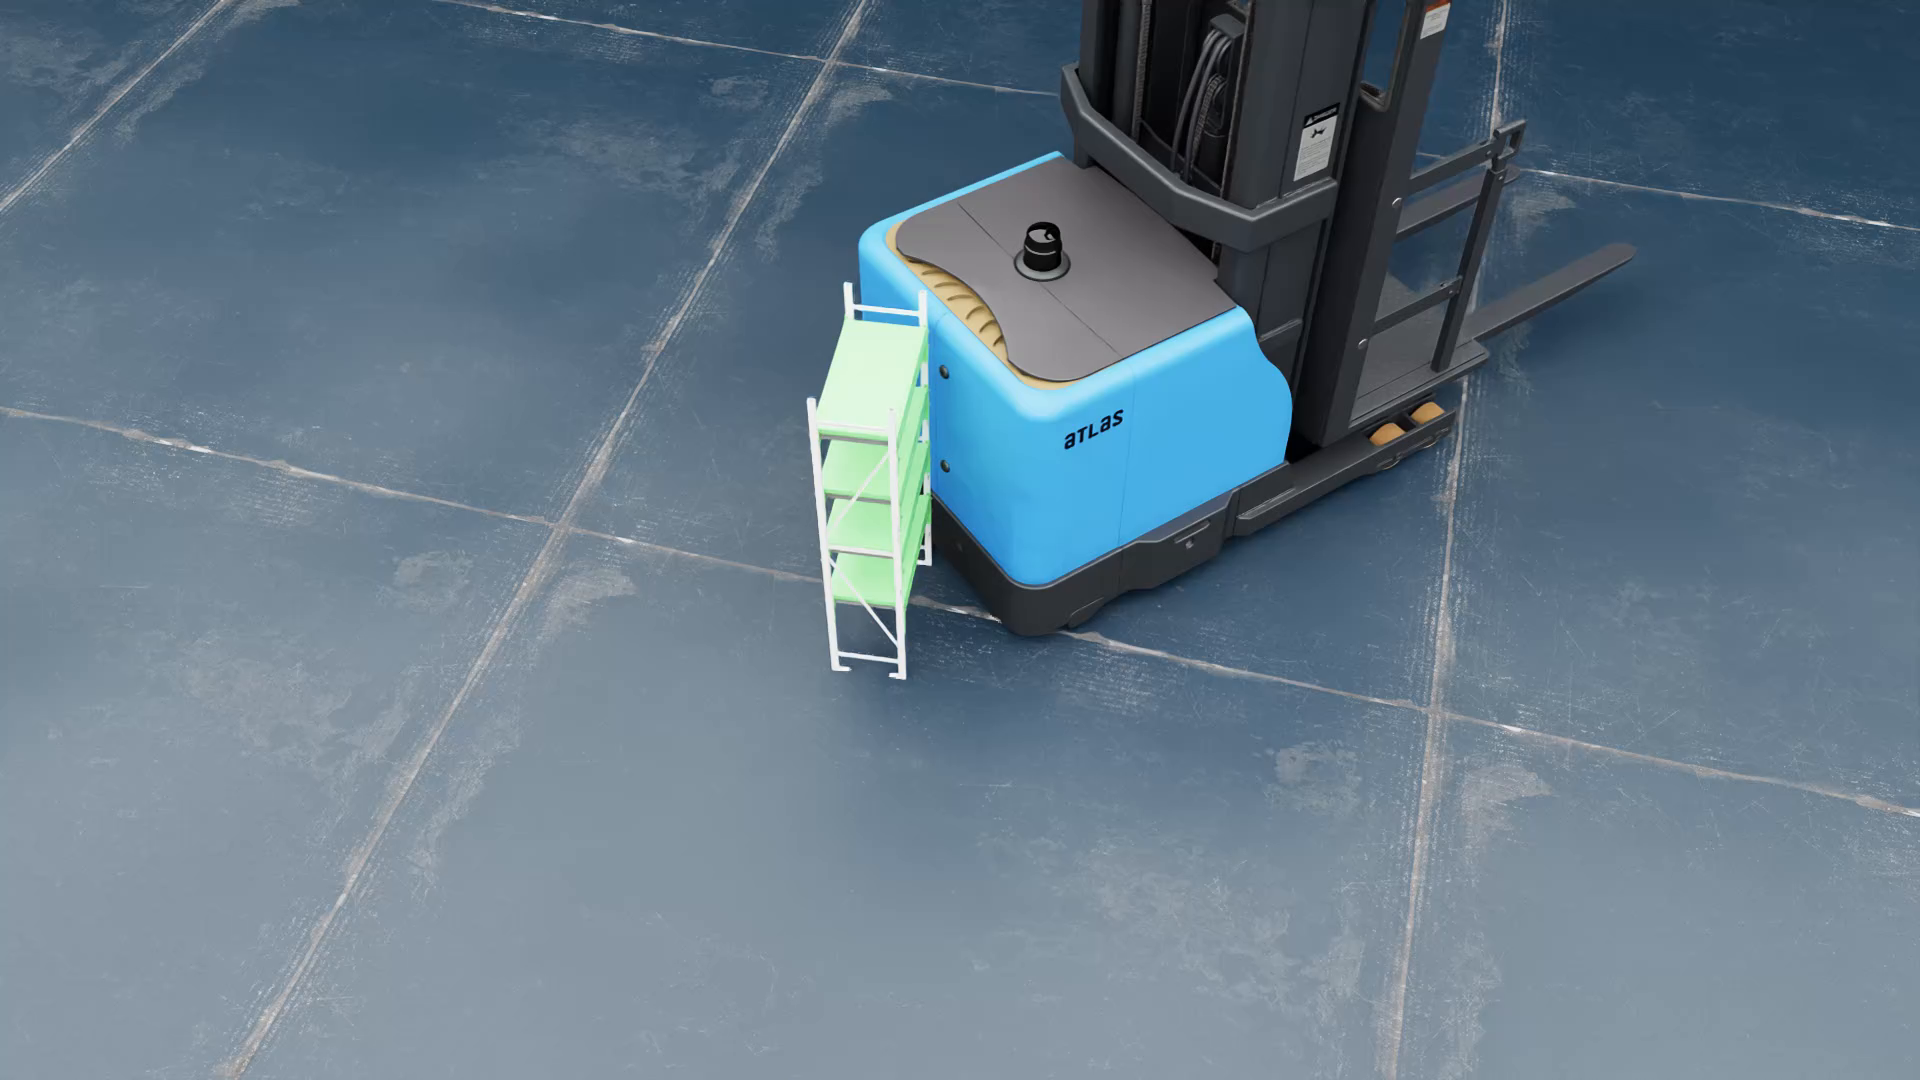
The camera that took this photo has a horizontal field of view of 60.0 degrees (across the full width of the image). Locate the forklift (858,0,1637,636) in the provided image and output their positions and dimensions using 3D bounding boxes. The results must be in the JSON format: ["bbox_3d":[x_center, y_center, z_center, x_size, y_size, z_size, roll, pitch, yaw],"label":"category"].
[{"bbox_3d":[1.180,-1.531,5.146,3.031,2.935,1.130,-26,54,-21],"label":"forklift"}]

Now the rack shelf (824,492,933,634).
[{"bbox_3d":[-0.254,0.054,5.308,0.258,0.148,0.480,7,49,6],"label":"rack shelf"}]

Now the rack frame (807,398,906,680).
[{"bbox_3d":[-0.293,0.033,4.920,0.240,1.200,0.015,7,49,6],"label":"rack frame"}]

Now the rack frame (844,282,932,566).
[{"bbox_3d":[-0.215,-0.328,5.239,0.240,1.200,0.015,7,49,6],"label":"rack frame"}]

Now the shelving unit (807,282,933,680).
[{"bbox_3d":[-0.254,-0.147,5.080,0.258,1.200,0.503,7,49,6],"label":"shelving unit"}]

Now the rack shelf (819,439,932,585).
[{"bbox_3d":[-0.254,-0.105,5.128,0.258,0.148,0.480,7,49,6],"label":"rack shelf"}]

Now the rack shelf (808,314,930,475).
[{"bbox_3d":[-0.254,-0.423,4.768,0.258,0.148,0.480,7,49,6],"label":"rack shelf"}]

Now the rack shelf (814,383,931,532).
[{"bbox_3d":[-0.254,-0.264,4.948,0.258,0.148,0.480,7,49,6],"label":"rack shelf"}]
